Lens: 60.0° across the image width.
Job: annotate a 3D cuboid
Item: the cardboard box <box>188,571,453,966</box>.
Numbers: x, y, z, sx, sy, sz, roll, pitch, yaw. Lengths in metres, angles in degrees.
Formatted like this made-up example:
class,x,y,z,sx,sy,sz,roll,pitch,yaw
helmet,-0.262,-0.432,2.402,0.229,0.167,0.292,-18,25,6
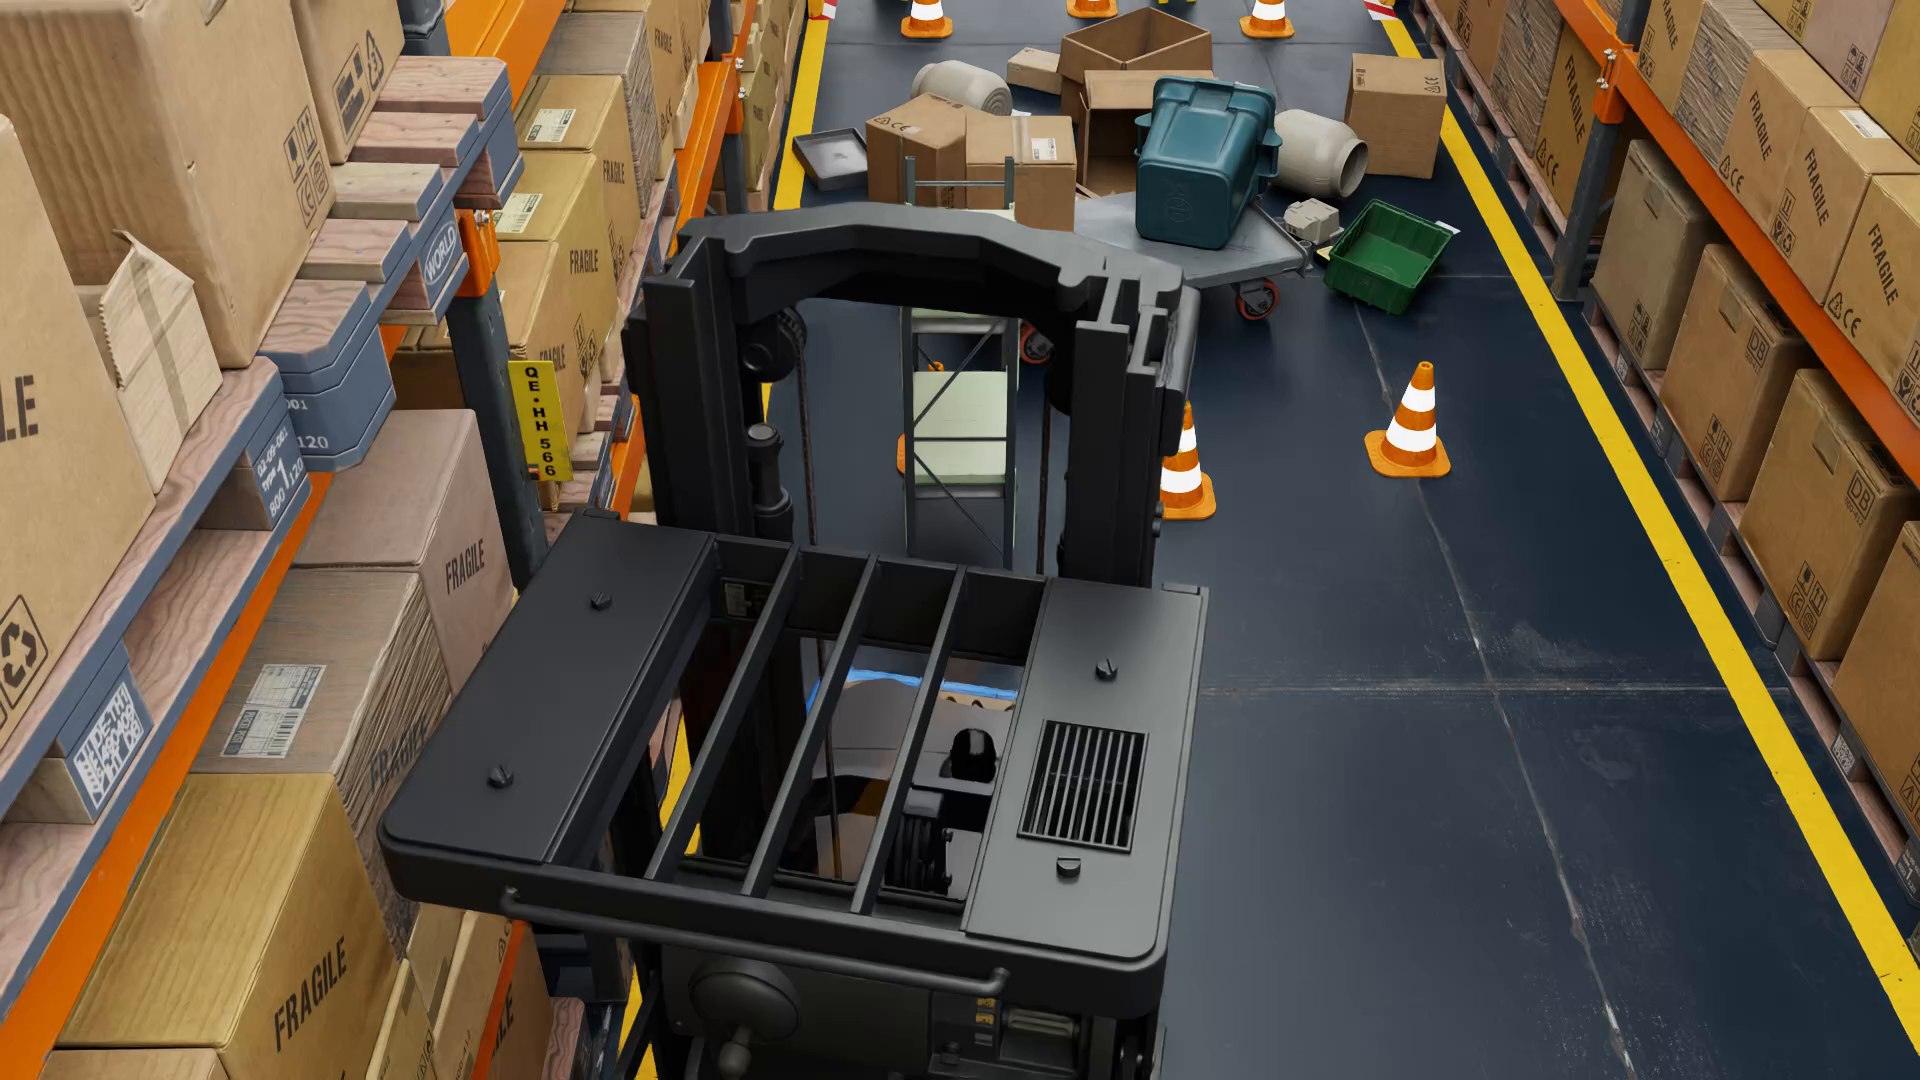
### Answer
class,x,y,z,sx,sy,sz,roll,pitch,yaw
cardboard box,-1.229,0.404,2.968,0.500,0.500,0.500,1,39,1

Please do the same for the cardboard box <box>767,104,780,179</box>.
class,x,y,z,sx,sy,sz,roll,pitch,yaw
cardboard box,-1.248,-2.106,8.843,0.500,0.250,0.500,2,39,3

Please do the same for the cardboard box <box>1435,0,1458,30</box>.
class,x,y,z,sx,sy,sz,roll,pitch,yaw
cardboard box,3.507,-3.791,10.446,0.875,0.875,0.875,0,39,0

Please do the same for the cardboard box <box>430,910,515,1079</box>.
class,x,y,z,sx,sy,sz,roll,pitch,yaw
cardboard box,-1.224,0.883,3.370,0.500,0.250,0.500,1,39,1

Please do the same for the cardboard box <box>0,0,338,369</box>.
class,x,y,z,sx,sy,sz,roll,pitch,yaw
cardboard box,-1.309,-0.566,2.243,0.700,0.500,0.500,-2,39,-2

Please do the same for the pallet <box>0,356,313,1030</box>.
class,x,y,z,sx,sy,sz,roll,pitch,yaw
pallet,-1.442,0.194,1.862,1.003,0.211,1.213,2,39,2

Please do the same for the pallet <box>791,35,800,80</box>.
class,x,y,z,sx,sy,sz,roll,pitch,yaw
pallet,-1.544,-3.170,10.537,1.003,0.211,1.213,0,39,0

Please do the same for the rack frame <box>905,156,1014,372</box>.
class,x,y,z,sx,sy,sz,roll,pitch,yaw
rack frame,0.000,-0.818,6.572,0.400,1.500,0.023,0,39,0

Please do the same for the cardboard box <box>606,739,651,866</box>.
class,x,y,z,sx,sy,sz,roll,pitch,yaw
cardboard box,-1.491,0.697,5.247,0.950,0.372,0.625,-2,39,-3

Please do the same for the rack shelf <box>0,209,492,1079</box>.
class,x,y,z,sx,sy,sz,roll,pitch,yaw
rack shelf,-1.498,0.550,1.842,1.077,0.370,4.000,0,39,0

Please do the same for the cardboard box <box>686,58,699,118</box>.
class,x,y,z,sx,sy,sz,roll,pitch,yaw
cardboard box,-1.210,-1.731,6.376,0.380,0.149,0.250,-1,39,-1

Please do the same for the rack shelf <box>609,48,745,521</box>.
class,x,y,z,sx,sy,sz,roll,pitch,yaw
rack shelf,-1.503,-0.781,5.901,1.077,0.370,4.000,0,39,0

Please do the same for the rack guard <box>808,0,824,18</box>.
class,x,y,z,sx,sy,sz,roll,pitch,yaw
rack guard,-1.510,-3.791,11.081,1.175,0.500,0.348,0,39,0

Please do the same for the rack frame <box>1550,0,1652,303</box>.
class,x,y,z,sx,sy,sz,roll,pitch,yaw
rack frame,3.445,-2.379,7.320,1.000,3.000,0.127,0,39,0

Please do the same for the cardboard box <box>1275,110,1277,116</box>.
class,x,y,z,sx,sy,sz,roll,pitch,yaw
cardboard box,1.601,-2.386,9.515,0.396,0.266,0.258,6,39,8

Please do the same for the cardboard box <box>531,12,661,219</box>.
class,x,y,z,sx,sy,sz,roll,pitch,yaw
cardboard box,-1.277,-1.382,5.423,0.500,0.500,0.500,-1,39,-2

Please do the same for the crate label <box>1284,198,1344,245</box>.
class,x,y,z,sx,sy,sz,roll,pitch,yaw
crate label,1.842,-1.679,8.736,0.298,0.136,0.250,-28,46,-30

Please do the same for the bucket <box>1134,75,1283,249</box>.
class,x,y,z,sx,sy,sz,roll,pitch,yaw
bucket,1.139,-1.778,7.973,0.726,0.611,0.620,13,50,15

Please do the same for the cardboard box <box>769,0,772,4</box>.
class,x,y,z,sx,sy,sz,roll,pitch,yaw
cardboard box,-1.181,-2.886,8.698,0.380,0.149,0.250,2,39,3

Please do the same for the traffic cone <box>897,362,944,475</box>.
class,x,y,z,sx,sy,sz,roll,pitch,yaw
traffic cone,-0.104,-0.548,7.064,0.336,0.463,0.334,0,39,0

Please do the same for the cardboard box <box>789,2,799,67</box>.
class,x,y,z,sx,sy,sz,roll,pitch,yaw
cardboard box,-1.247,-3.076,10.052,0.500,0.250,0.500,0,39,0

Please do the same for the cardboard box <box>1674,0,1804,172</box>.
class,x,y,z,sx,sy,sz,roll,pitch,yaw
cardboard box,3.178,-1.774,6.484,0.500,0.500,0.500,0,39,0

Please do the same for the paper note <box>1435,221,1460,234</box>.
class,x,y,z,sx,sy,sz,roll,pitch,yaw
paper note,2.539,-1.641,8.772,0.147,0.020,0.142,-28,46,-30

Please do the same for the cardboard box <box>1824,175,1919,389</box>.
class,x,y,z,sx,sy,sz,roll,pitch,yaw
cardboard box,3.181,-0.823,5.298,0.500,0.500,0.500,-1,39,-1

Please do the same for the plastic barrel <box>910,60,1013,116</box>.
class,x,y,z,sx,sy,sz,roll,pitch,yaw
plastic barrel,0.007,-2.518,9.554,0.512,0.421,0.421,28,46,30

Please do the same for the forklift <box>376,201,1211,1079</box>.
class,x,y,z,sx,sy,sz,roll,pitch,yaw
forklift,-0.186,0.997,3.162,1.130,2.935,3.031,7,39,9

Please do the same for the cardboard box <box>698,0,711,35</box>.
class,x,y,z,sx,sy,sz,roll,pitch,yaw
cardboard box,-1.275,-2.343,6.621,0.500,0.500,0.500,-1,39,-1

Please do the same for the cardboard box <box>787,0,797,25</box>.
class,x,y,z,sx,sy,sz,roll,pitch,yaw
cardboard box,-1.244,-3.370,9.820,0.500,0.500,0.500,1,39,2

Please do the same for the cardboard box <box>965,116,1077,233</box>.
class,x,y,z,sx,sy,sz,roll,pitch,yaw
cardboard box,0.275,-1.653,7.807,0.500,0.500,0.500,0,39,0

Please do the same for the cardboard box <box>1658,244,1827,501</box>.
class,x,y,z,sx,sy,sz,roll,pitch,yaw
cardboard box,3.533,-0.674,6.655,1.050,0.750,0.750,0,39,0

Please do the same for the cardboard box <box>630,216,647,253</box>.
class,x,y,z,sx,sy,sz,roll,pitch,yaw
cardboard box,-1.268,-1.091,5.578,0.380,0.149,0.250,1,39,1

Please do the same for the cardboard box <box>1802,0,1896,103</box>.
class,x,y,z,sx,sy,sz,roll,pitch,yaw
cardboard box,3.454,-1.860,5.793,0.700,0.500,0.500,0,39,0

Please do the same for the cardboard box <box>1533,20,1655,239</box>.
class,x,y,z,sx,sy,sz,roll,pitch,yaw
cardboard box,3.514,-2.107,8.344,0.875,0.875,0.875,1,39,1

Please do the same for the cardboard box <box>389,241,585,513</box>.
class,x,y,z,sx,sy,sz,roll,pitch,yaw
cardboard box,-1.269,-0.412,4.211,0.500,0.500,0.500,-1,39,-1

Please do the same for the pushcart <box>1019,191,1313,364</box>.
class,x,y,z,sx,sy,sz,roll,pitch,yaw
pushcart,0.775,-1.322,8.098,1.648,0.377,0.936,-13,40,-16

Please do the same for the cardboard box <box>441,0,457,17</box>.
class,x,y,z,sx,sy,sz,roll,pitch,yaw
cardboard box,-1.331,-1.286,3.665,0.396,0.266,0.258,0,39,0

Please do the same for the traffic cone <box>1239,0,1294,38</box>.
class,x,y,z,sx,sy,sz,roll,pitch,yaw
traffic cone,2.021,-3.558,10.819,0.336,0.463,0.334,0,39,0

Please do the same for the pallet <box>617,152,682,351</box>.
class,x,y,z,sx,sy,sz,roll,pitch,yaw
pallet,-1.544,-0.974,5.720,1.003,0.211,1.213,0,39,0

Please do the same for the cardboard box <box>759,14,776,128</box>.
class,x,y,z,sx,sy,sz,roll,pitch,yaw
cardboard box,-1.248,-2.400,8.609,0.500,0.500,0.500,1,39,2

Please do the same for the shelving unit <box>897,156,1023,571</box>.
class,x,y,z,sx,sy,sz,roll,pitch,yaw
shelving unit,0.000,-0.589,6.286,0.431,1.500,0.755,0,39,0

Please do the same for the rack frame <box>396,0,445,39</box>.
class,x,y,z,sx,sy,sz,roll,pitch,yaw
rack frame,-1.500,-2.152,2.240,1.000,3.000,0.127,0,39,0

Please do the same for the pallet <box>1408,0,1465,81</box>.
class,x,y,z,sx,sy,sz,roll,pitch,yaw
pallet,3.519,-3.293,10.690,1.003,0.211,1.213,0,39,0

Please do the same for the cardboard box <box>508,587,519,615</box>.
class,x,y,z,sx,sy,sz,roll,pitch,yaw
cardboard box,-1.246,0.355,3.628,0.500,0.250,0.500,0,39,0

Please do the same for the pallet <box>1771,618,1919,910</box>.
class,x,y,z,sx,sy,sz,roll,pitch,yaw
pallet,3.524,0.717,5.686,1.003,0.211,1.213,0,39,0
